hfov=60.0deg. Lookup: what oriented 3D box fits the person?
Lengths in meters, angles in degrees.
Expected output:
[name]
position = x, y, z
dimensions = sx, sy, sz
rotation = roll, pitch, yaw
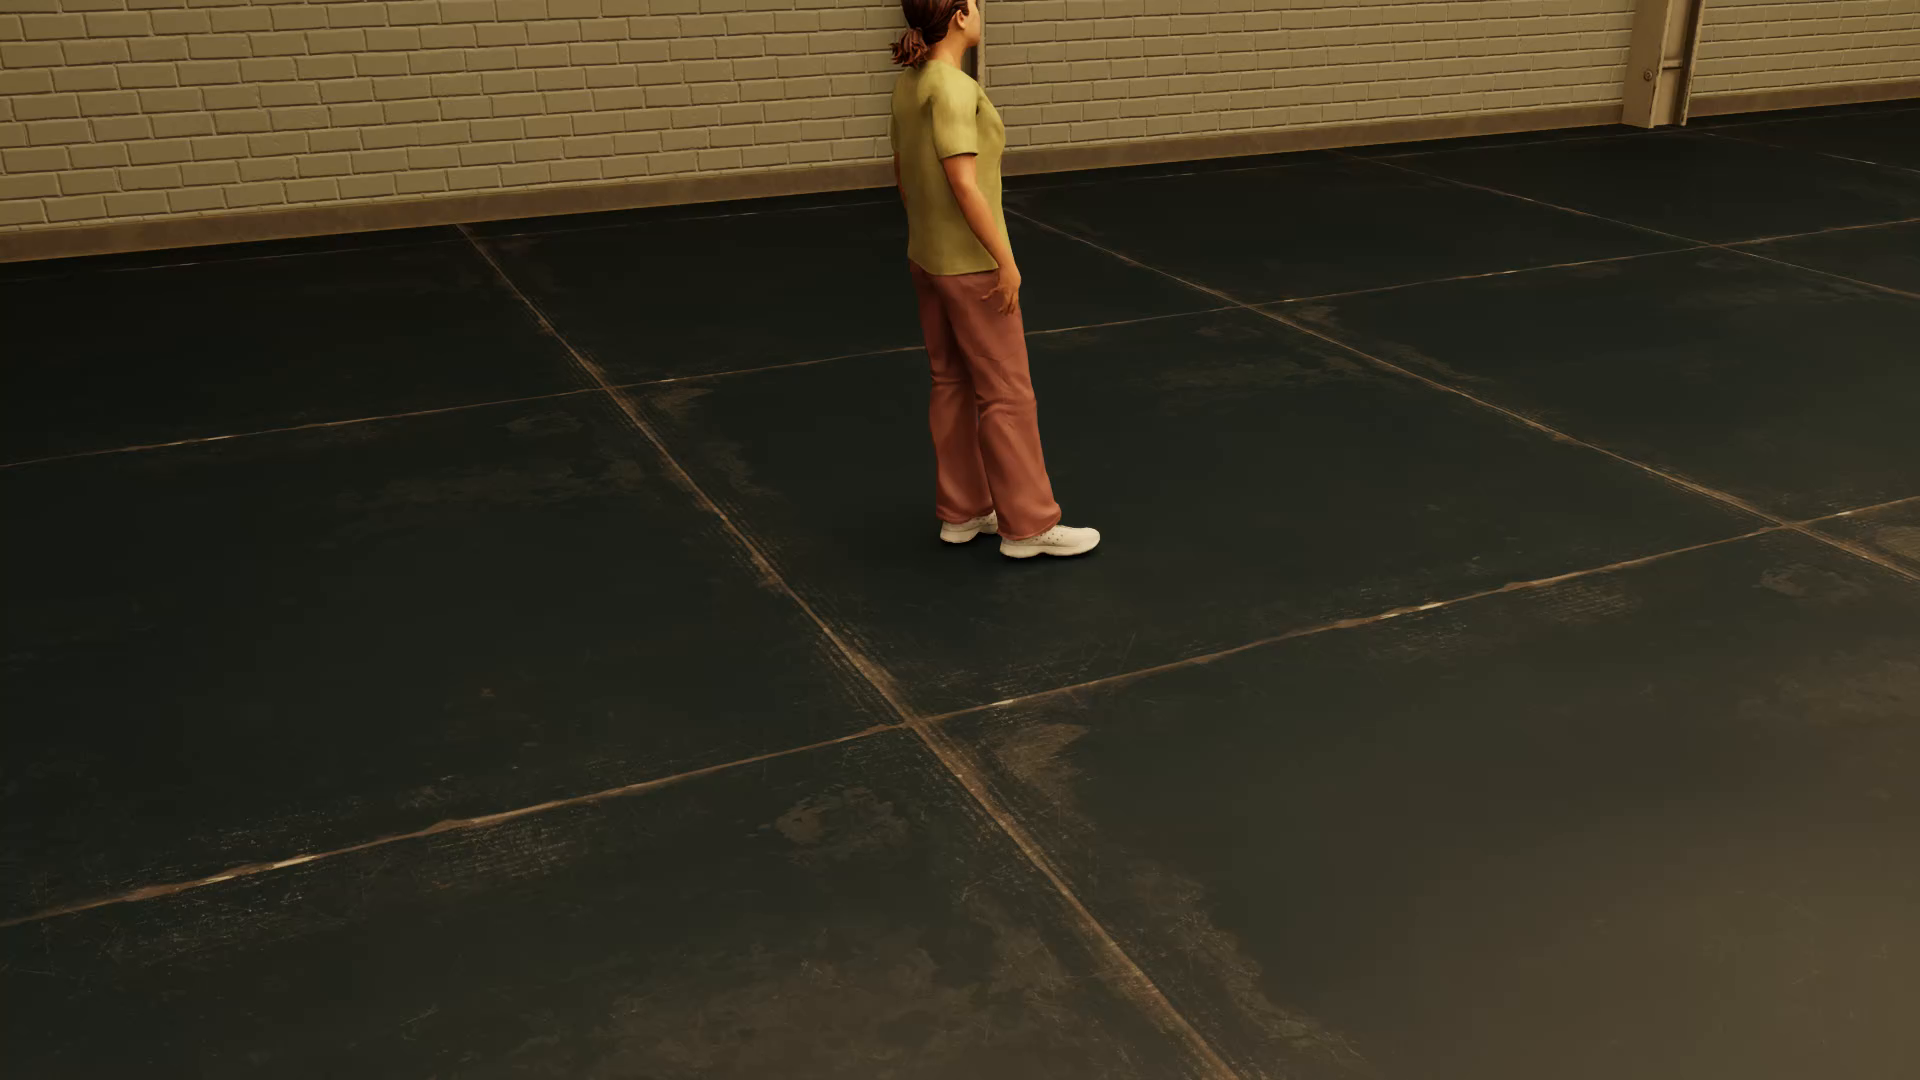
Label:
[person]
position = 0.072, -0.788, 4.801
dimensions = 0.549, 1.675, 0.553
rotation = -10, 25, -23
